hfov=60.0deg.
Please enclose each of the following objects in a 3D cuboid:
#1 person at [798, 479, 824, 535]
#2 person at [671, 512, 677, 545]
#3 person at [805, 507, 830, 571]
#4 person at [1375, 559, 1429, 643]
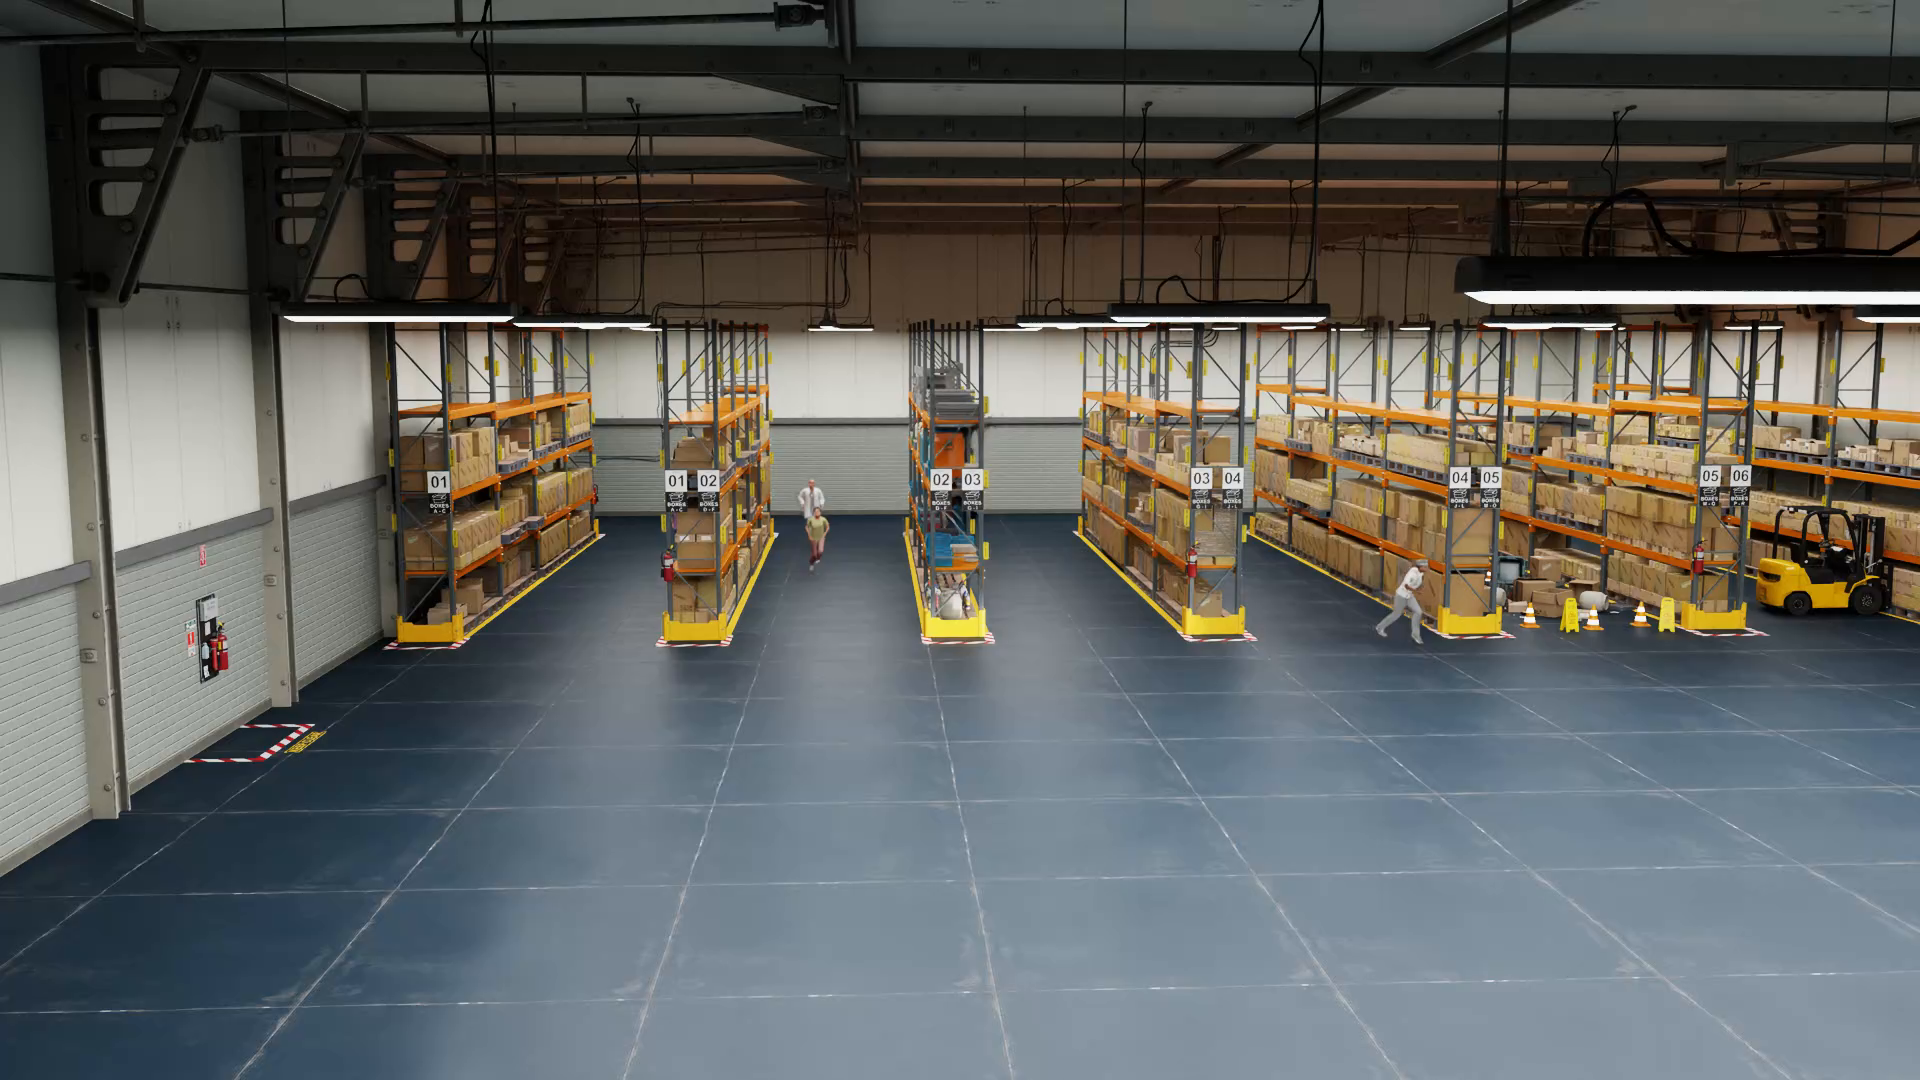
[{"bbox_3d":[-4.104,-0.809,45.953,0.711,1.762,0.880,-1,7,-10],"label":"person"},{"bbox_3d":[-7.080,-0.250,42.025,0.548,1.590,0.757,-1,7,-5],"label":"person"},{"bbox_3d":[-3.387,-0.017,39.694,0.570,1.563,0.607,-1,7,-11],"label":"person"},{"bbox_3d":[8.295,1.128,31.167,0.973,1.621,0.618,4,8,31],"label":"person"}]
